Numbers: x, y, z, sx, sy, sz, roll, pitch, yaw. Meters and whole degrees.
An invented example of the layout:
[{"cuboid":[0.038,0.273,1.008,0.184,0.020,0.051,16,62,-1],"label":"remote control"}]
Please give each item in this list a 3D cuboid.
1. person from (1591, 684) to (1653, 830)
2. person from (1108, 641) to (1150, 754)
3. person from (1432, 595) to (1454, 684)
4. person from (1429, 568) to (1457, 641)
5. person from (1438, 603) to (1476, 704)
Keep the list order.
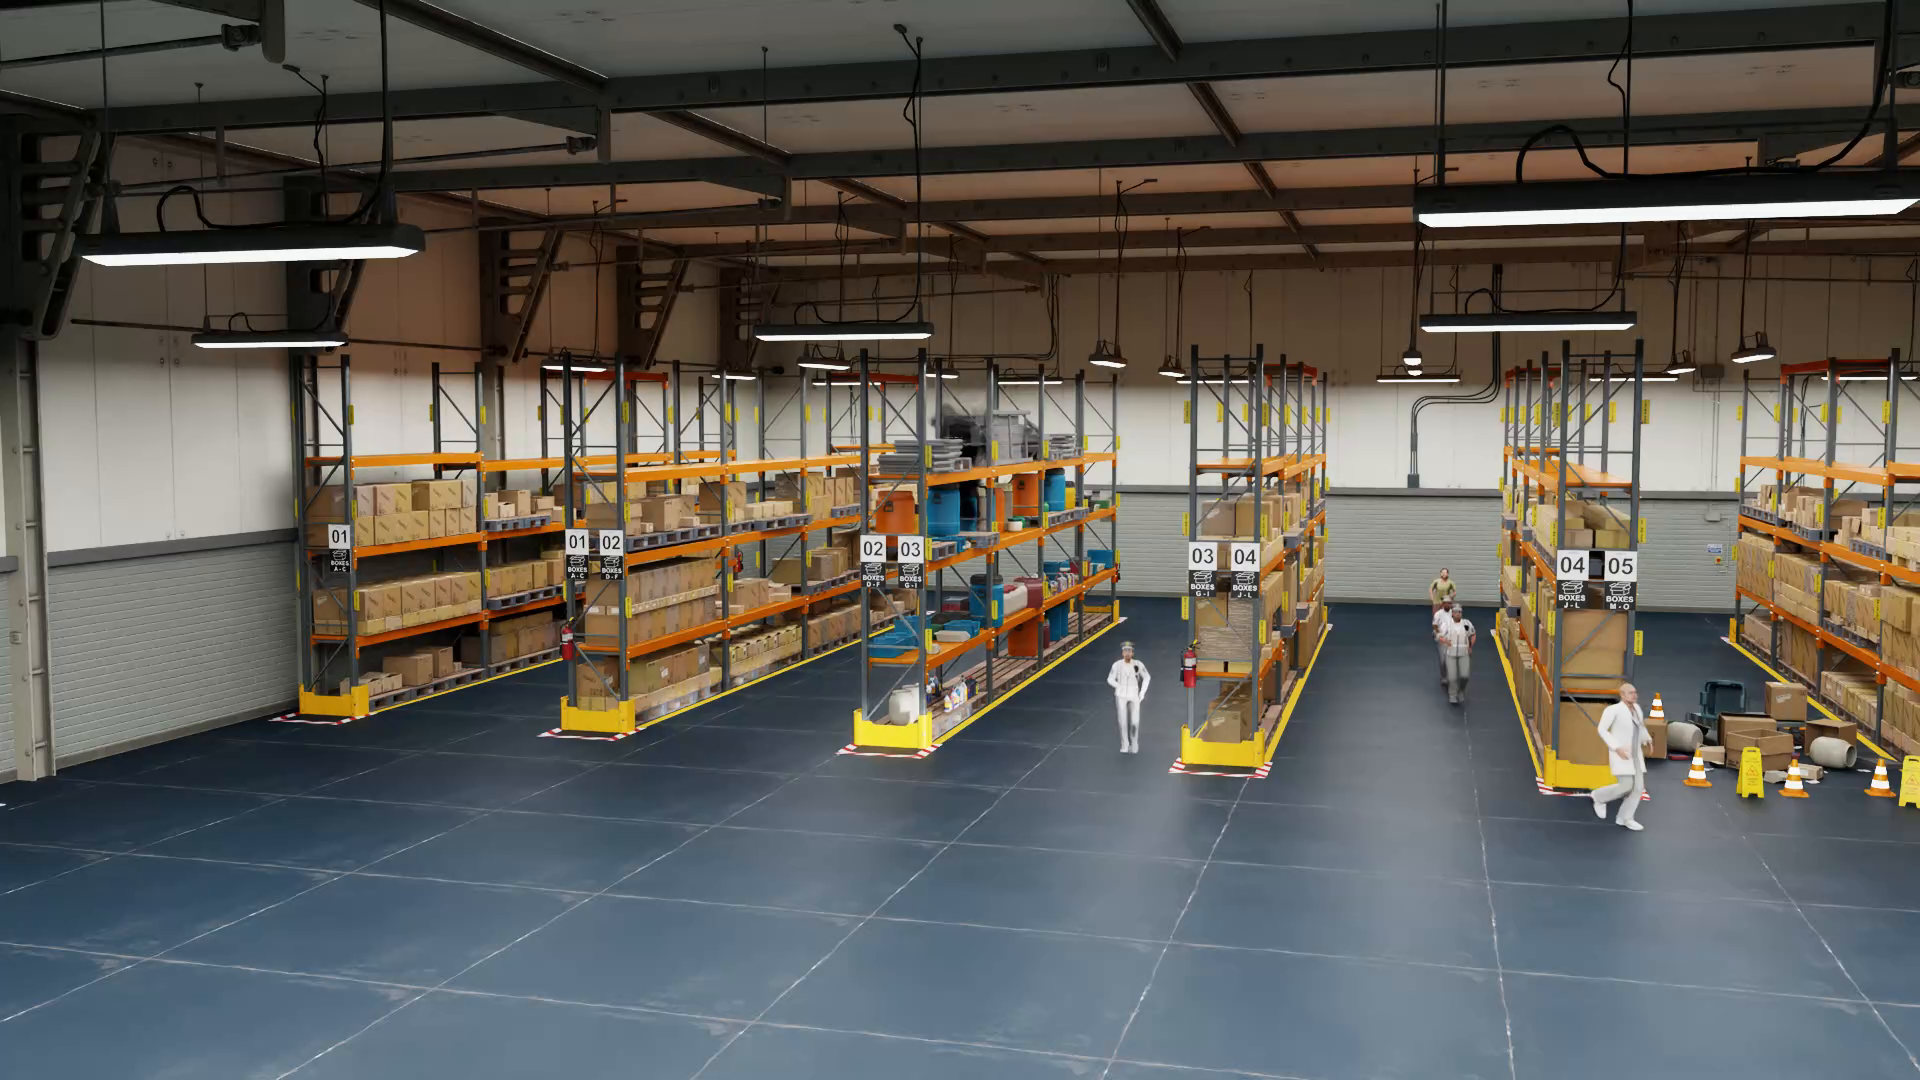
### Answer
[{"cuboid":[8.085,2.614,20.299,0.733,1.754,0.683,-2,5,-26],"label":"person"},{"cuboid":[2.471,2.322,24.420,0.621,1.671,0.563,1,4,10],"label":"person"},{"cuboid":[9.029,1.859,30.788,0.562,1.664,0.586,1,4,15],"label":"person"},{"cuboid":[10.754,1.429,37.021,0.604,1.616,0.554,2,5,19],"label":"person"},{"cuboid":[8.600,1.975,28.728,0.649,1.748,0.609,1,4,12],"label":"person"}]
